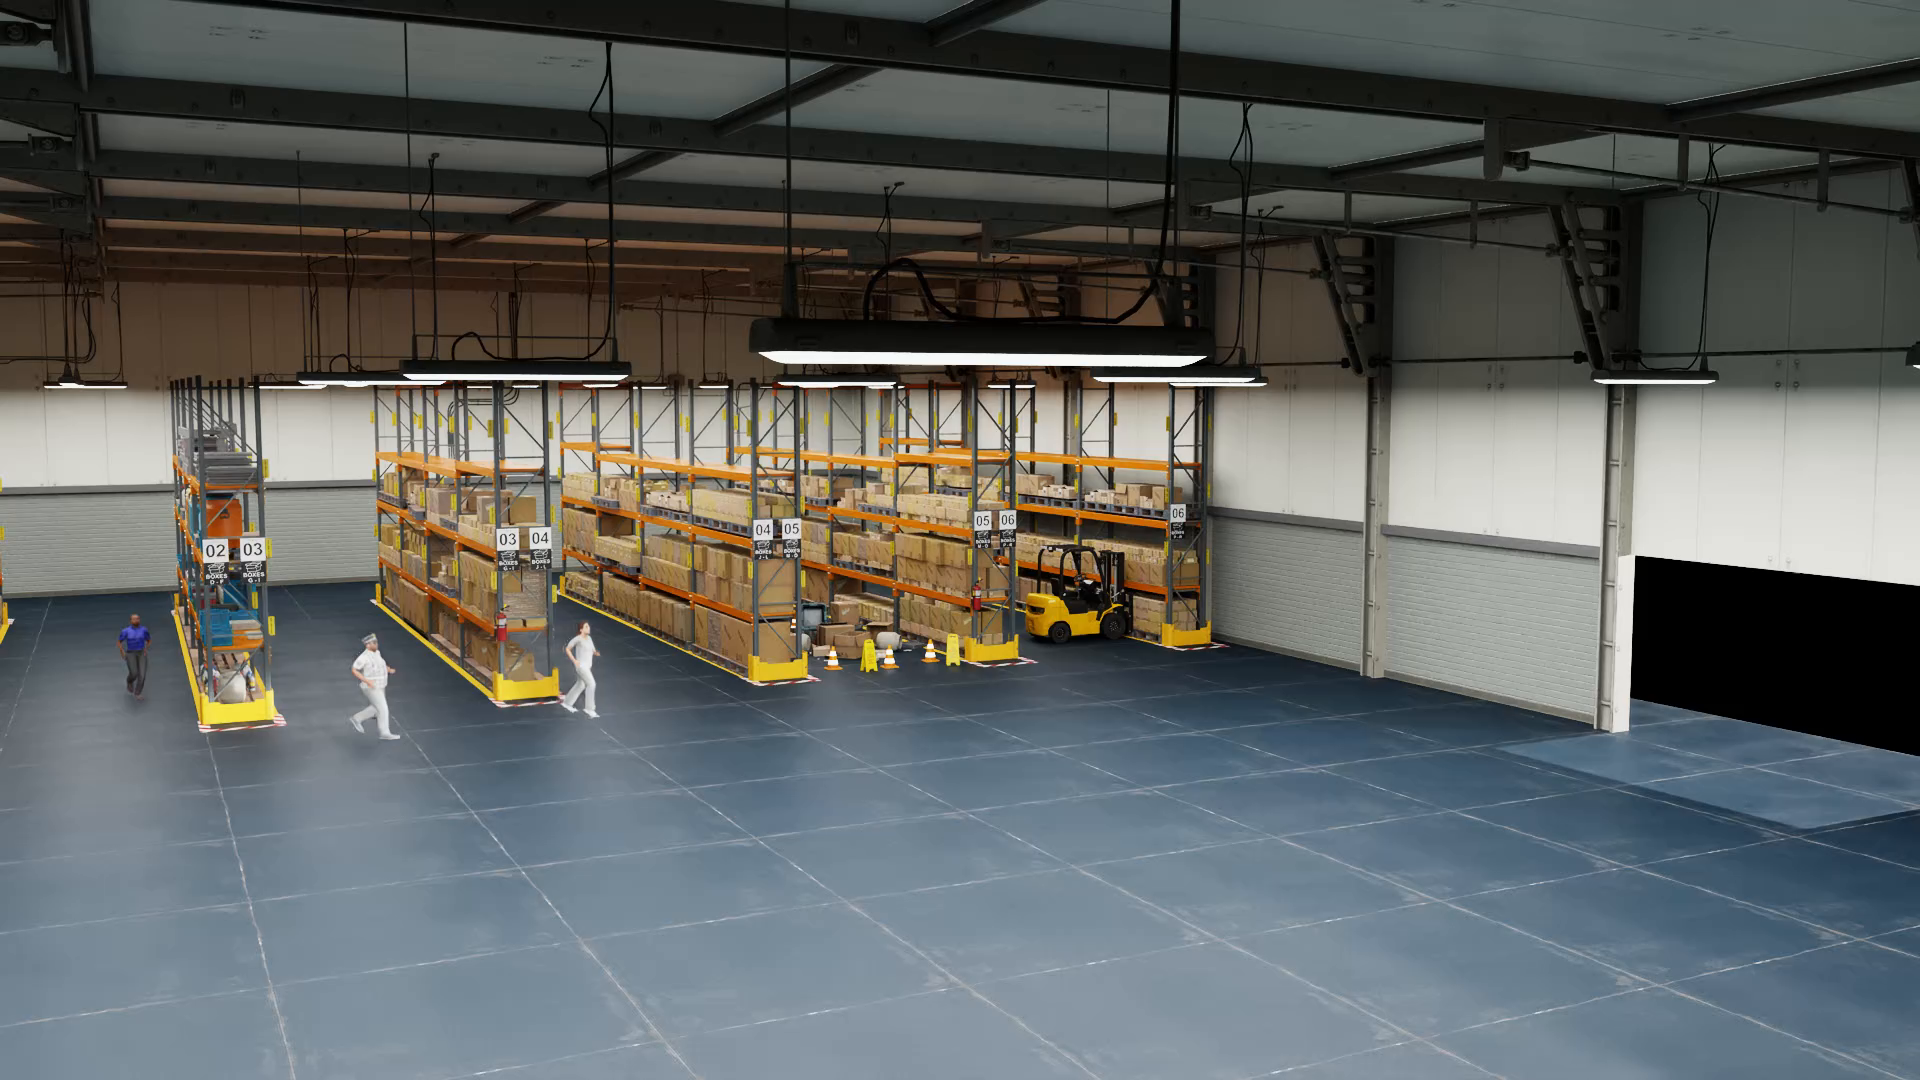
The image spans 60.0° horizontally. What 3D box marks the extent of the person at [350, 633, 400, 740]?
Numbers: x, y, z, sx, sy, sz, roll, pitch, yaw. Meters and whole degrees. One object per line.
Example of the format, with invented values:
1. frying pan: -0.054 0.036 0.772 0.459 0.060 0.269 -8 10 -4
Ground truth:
1. person: -9.666 2.406 27.388 0.887 1.753 0.675 0 5 5

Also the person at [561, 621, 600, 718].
1. person: -6.706 2.280 29.412 0.772 1.717 0.550 1 5 16

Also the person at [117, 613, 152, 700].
1. person: -15.347 2.179 30.984 0.575 1.600 0.559 -4 6 -38
